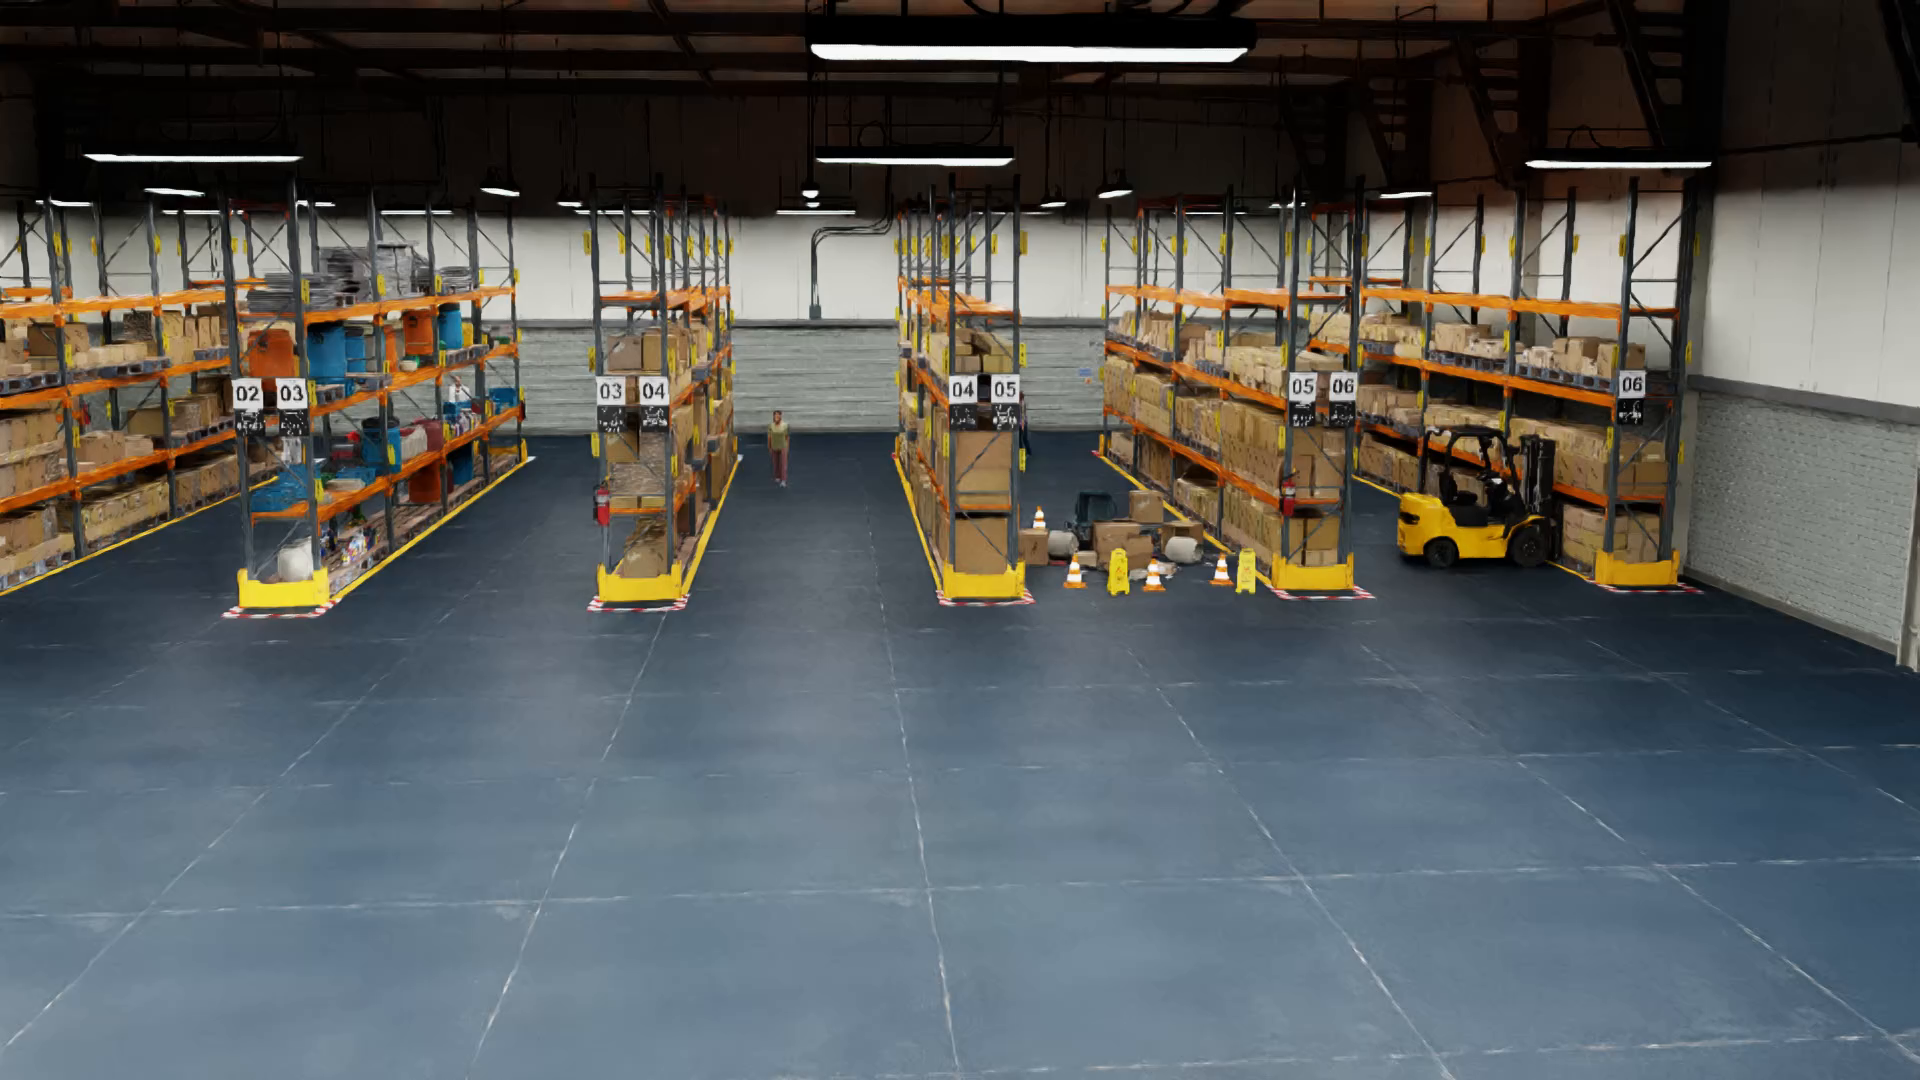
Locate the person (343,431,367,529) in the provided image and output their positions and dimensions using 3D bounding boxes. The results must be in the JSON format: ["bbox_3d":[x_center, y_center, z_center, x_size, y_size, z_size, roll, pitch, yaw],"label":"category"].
[{"bbox_3d":[-10.747,-1.049,29.420,0.579,1.783,0.681,1,10,6],"label":"person"}]

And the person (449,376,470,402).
[{"bbox_3d":[-12.907,-3.390,42.901,0.588,1.700,1.193,-1,10,-7],"label":"person"}]

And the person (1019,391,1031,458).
[{"bbox_3d":[1.468,-2.770,39.756,0.447,1.595,0.522,-2,10,-10],"label":"person"}]

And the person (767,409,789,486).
[{"bbox_3d":[-3.853,-1.970,35.184,0.448,1.590,1.110,0,10,-2],"label":"person"}]

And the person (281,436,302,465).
[{"bbox_3d":[-12.842,-1.518,32.117,0.463,1.774,0.598,-6,12,-30],"label":"person"}]
